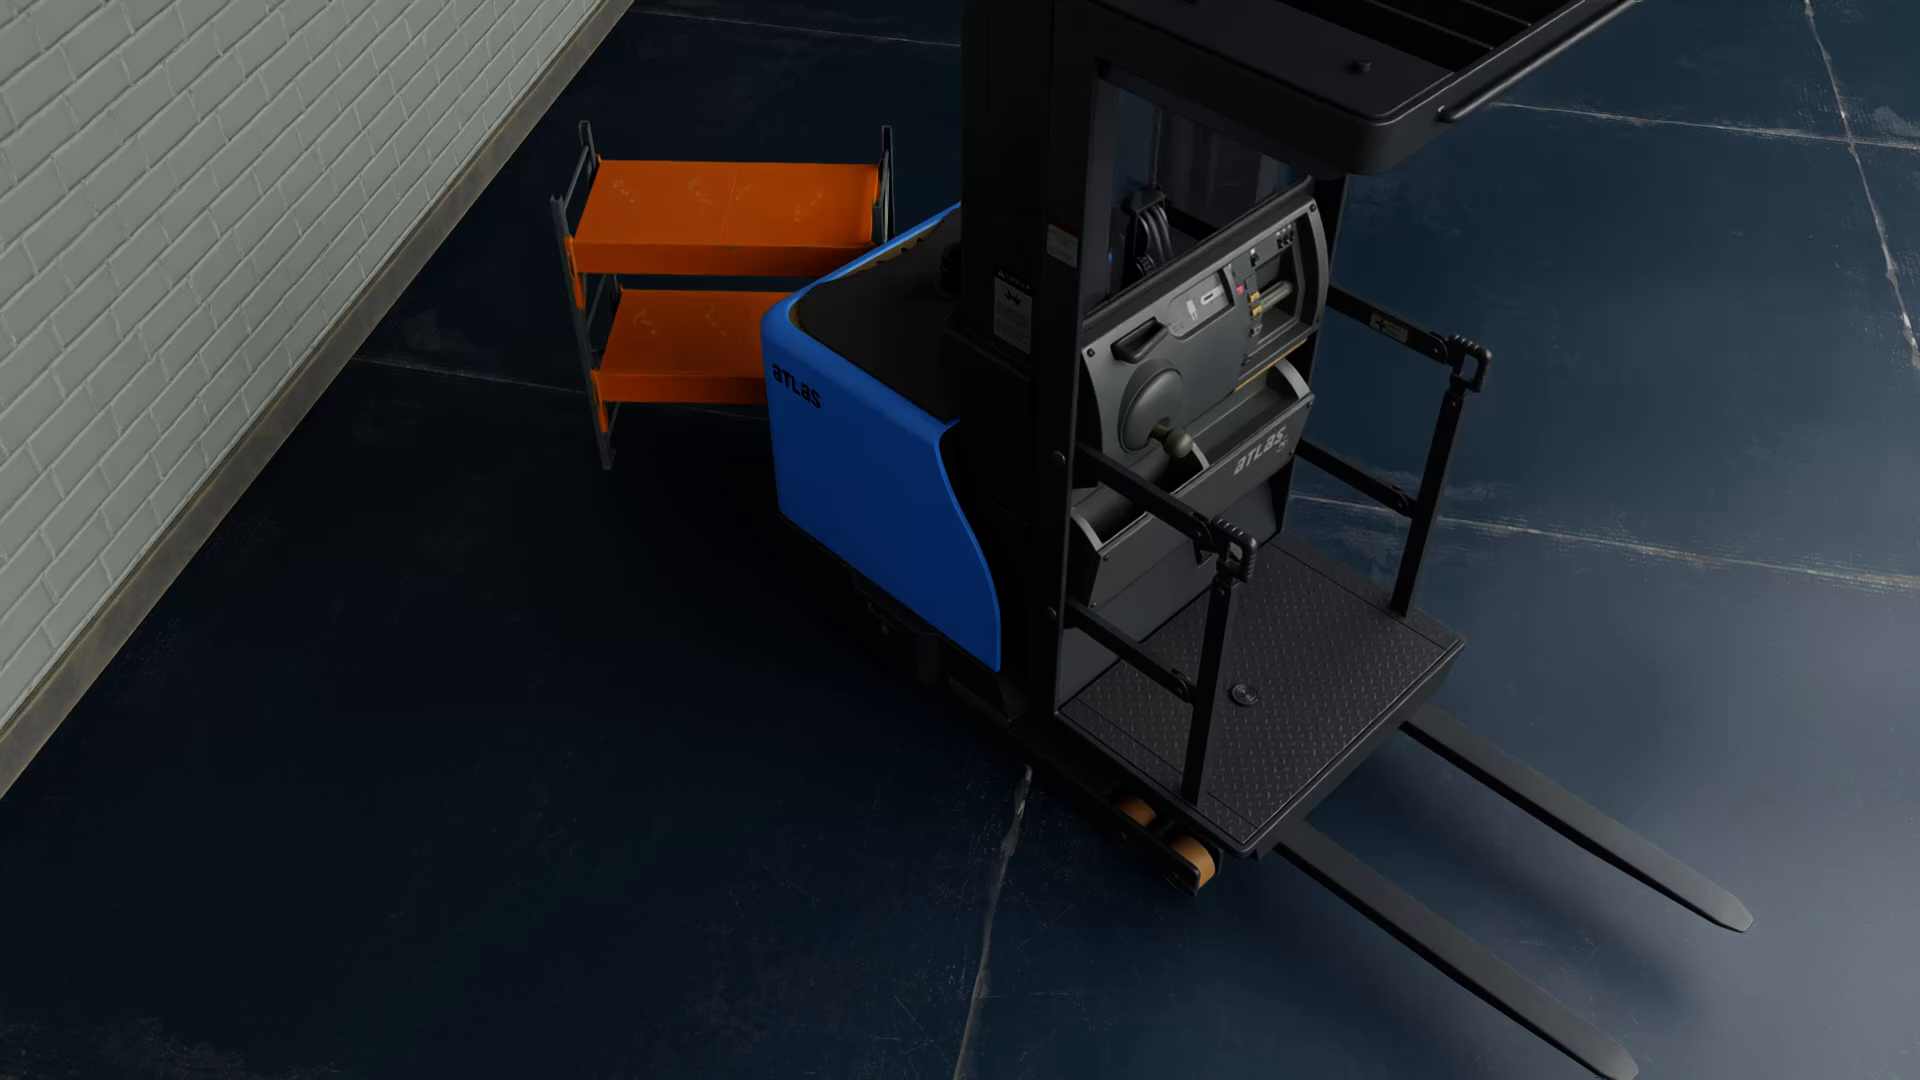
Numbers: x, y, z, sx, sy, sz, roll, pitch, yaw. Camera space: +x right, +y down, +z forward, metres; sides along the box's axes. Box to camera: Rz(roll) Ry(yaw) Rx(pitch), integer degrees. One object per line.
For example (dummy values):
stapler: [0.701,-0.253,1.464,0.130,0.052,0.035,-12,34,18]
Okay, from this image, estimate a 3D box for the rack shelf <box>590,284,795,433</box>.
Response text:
rack shelf: [-0.761,-0.645,5.962,1.000,0.278,0.538,1,44,1]

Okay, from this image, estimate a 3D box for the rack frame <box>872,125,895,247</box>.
rack frame: [-0.253,-0.810,5.781,0.032,1.125,0.500,1,44,1]

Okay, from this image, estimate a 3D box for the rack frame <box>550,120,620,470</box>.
rack frame: [-1.269,-0.833,5.804,0.032,1.125,0.500,1,44,1]

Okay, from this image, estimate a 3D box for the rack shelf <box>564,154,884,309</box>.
rack shelf: [-0.761,-1.033,5.590,1.000,0.278,0.538,1,44,1]

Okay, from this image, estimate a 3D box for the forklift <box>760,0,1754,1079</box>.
forklift: [0.790,-0.471,4.125,3.031,2.935,1.130,35,54,31]

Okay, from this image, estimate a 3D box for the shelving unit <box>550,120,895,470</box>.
shelving unit: [-0.761,-0.822,5.793,1.048,1.125,0.538,1,44,1]
